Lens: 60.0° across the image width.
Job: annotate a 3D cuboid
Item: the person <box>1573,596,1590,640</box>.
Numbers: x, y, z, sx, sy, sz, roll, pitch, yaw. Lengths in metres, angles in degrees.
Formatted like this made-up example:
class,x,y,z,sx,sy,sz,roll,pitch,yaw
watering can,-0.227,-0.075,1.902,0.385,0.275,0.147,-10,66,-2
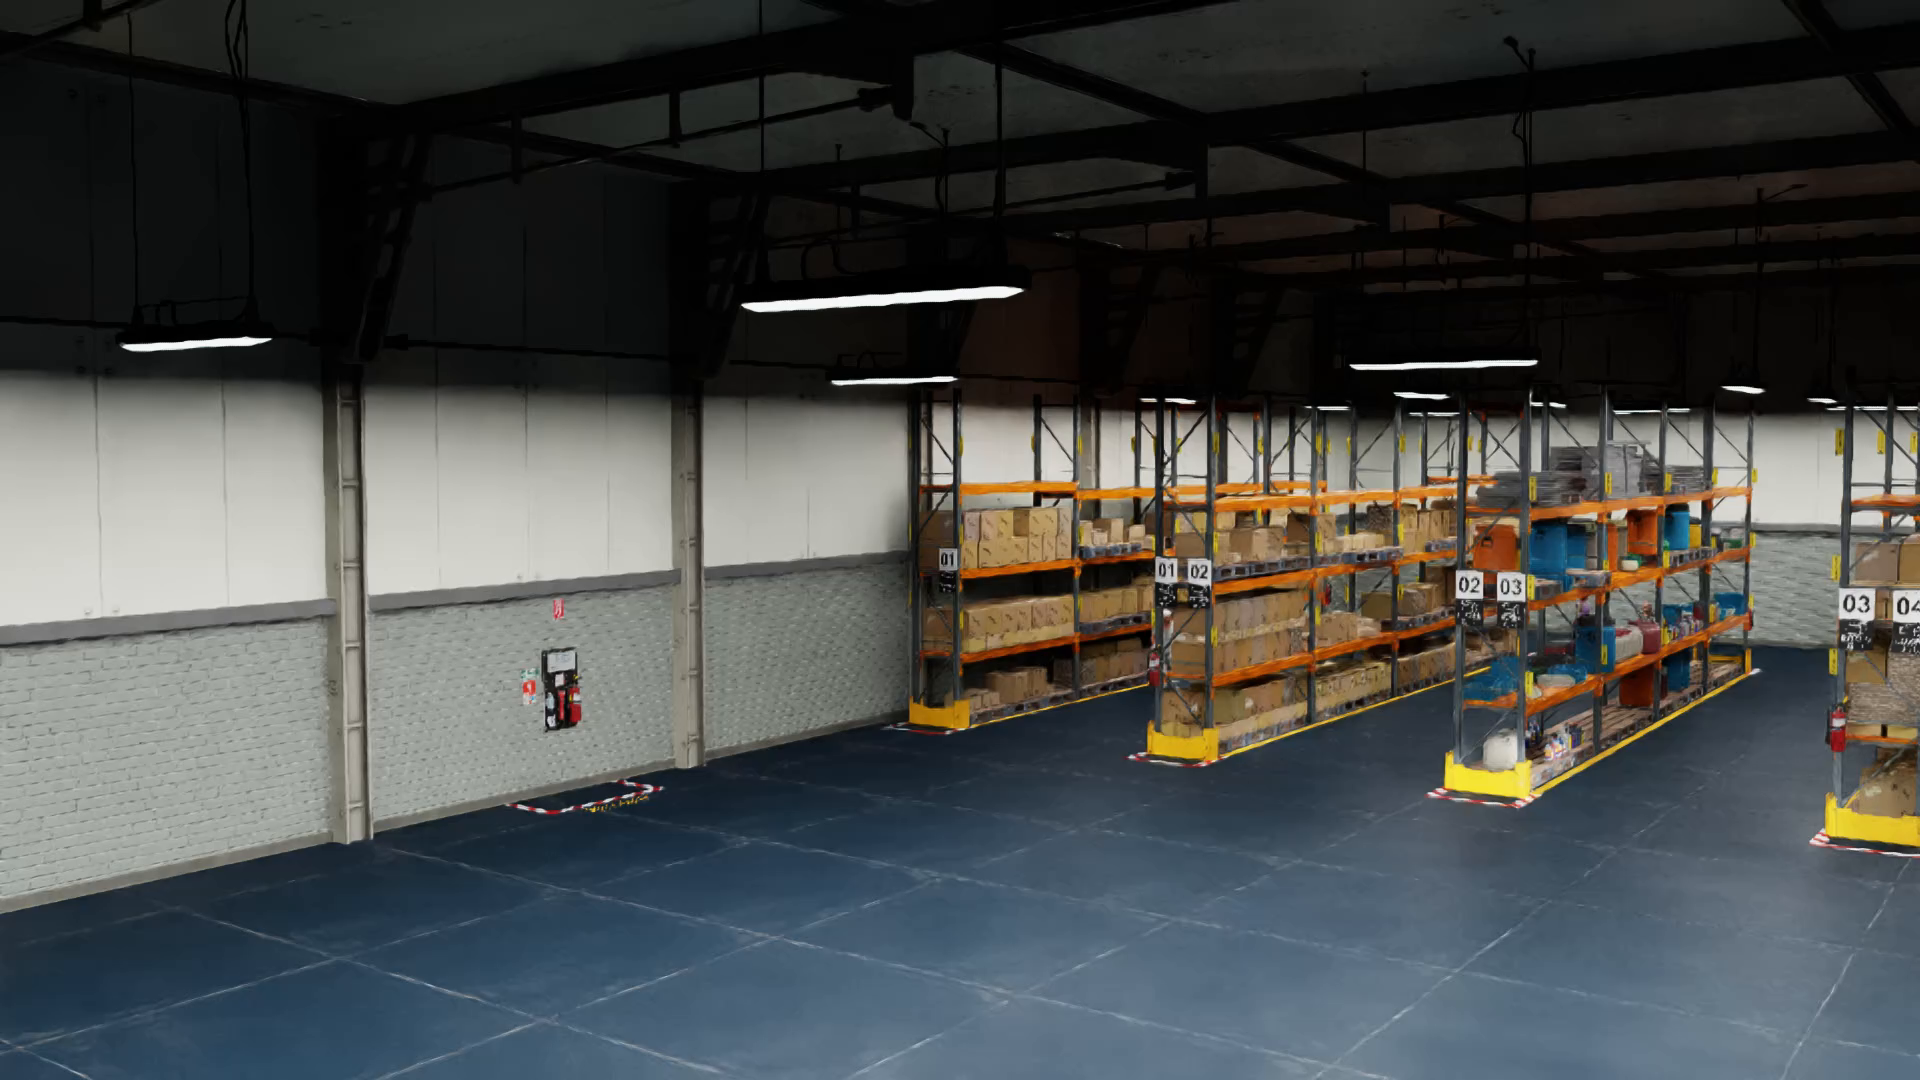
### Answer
class,x,y,z,sx,sy,sz,roll,pitch,yaw
person,14.488,1.993,38.796,0.526,1.594,0.470,-3,5,-44

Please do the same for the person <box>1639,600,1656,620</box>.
class,x,y,z,sx,sy,sz,roll,pitch,yaw
person,14.414,2.228,34.920,0.955,1.546,0.626,-1,4,-24

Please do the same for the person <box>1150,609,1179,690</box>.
class,x,y,z,sx,sy,sz,roll,pitch,yaw
person,4.175,2.226,33.446,0.684,1.714,0.783,1,3,19
